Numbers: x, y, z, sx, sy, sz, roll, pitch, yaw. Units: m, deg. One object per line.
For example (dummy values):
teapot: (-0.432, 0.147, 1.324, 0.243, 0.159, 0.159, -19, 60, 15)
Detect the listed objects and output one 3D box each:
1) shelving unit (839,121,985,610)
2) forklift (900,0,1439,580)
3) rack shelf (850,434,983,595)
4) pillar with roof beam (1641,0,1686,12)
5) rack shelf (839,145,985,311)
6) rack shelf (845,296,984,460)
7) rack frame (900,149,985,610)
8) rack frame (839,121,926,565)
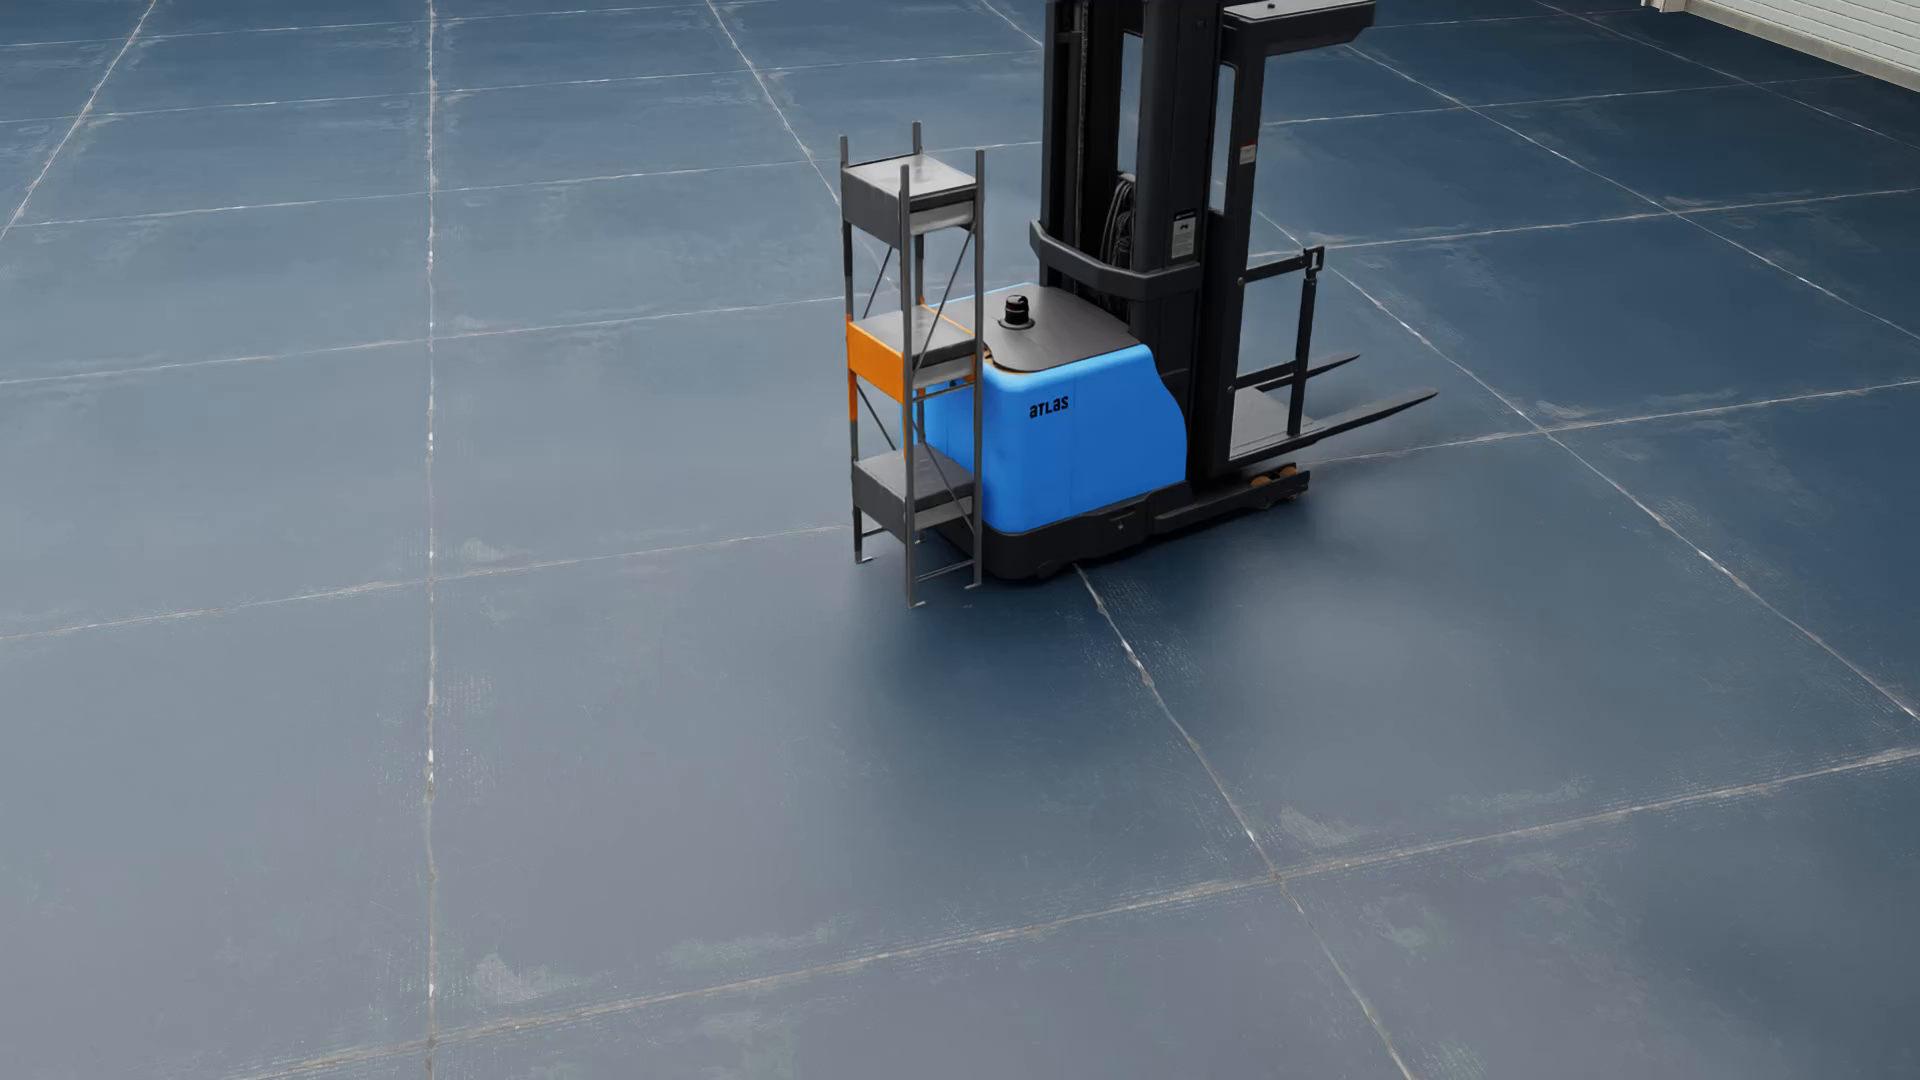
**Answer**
shelving unit: (-0.204, -0.744, 7.440, 0.431, 2.100, 0.503, -18, 35, -29)
forklift: (1.205, -1.631, 8.142, 3.031, 2.935, 1.130, -18, 35, -28)
rack shelf: (-0.204, -0.127, 7.797, 0.431, 0.518, 0.480, -18, 35, -29)
pillar with roof beam: (3.655, -9.230, 15.213, 9.100, 9.000, 0.400, -8, 31, -13)
rack shelf: (-0.204, -1.338, 7.096, 0.431, 0.518, 0.480, -18, 35, -29)
rack shelf: (-0.204, -0.733, 7.447, 0.431, 0.518, 0.480, -18, 35, -29)
rack frame: (-0.070, -0.642, 7.264, 0.400, 2.100, 0.015, -18, 35, -29)
rack frame: (-0.339, -0.846, 7.616, 0.400, 2.100, 0.015, -18, 35, -29)
